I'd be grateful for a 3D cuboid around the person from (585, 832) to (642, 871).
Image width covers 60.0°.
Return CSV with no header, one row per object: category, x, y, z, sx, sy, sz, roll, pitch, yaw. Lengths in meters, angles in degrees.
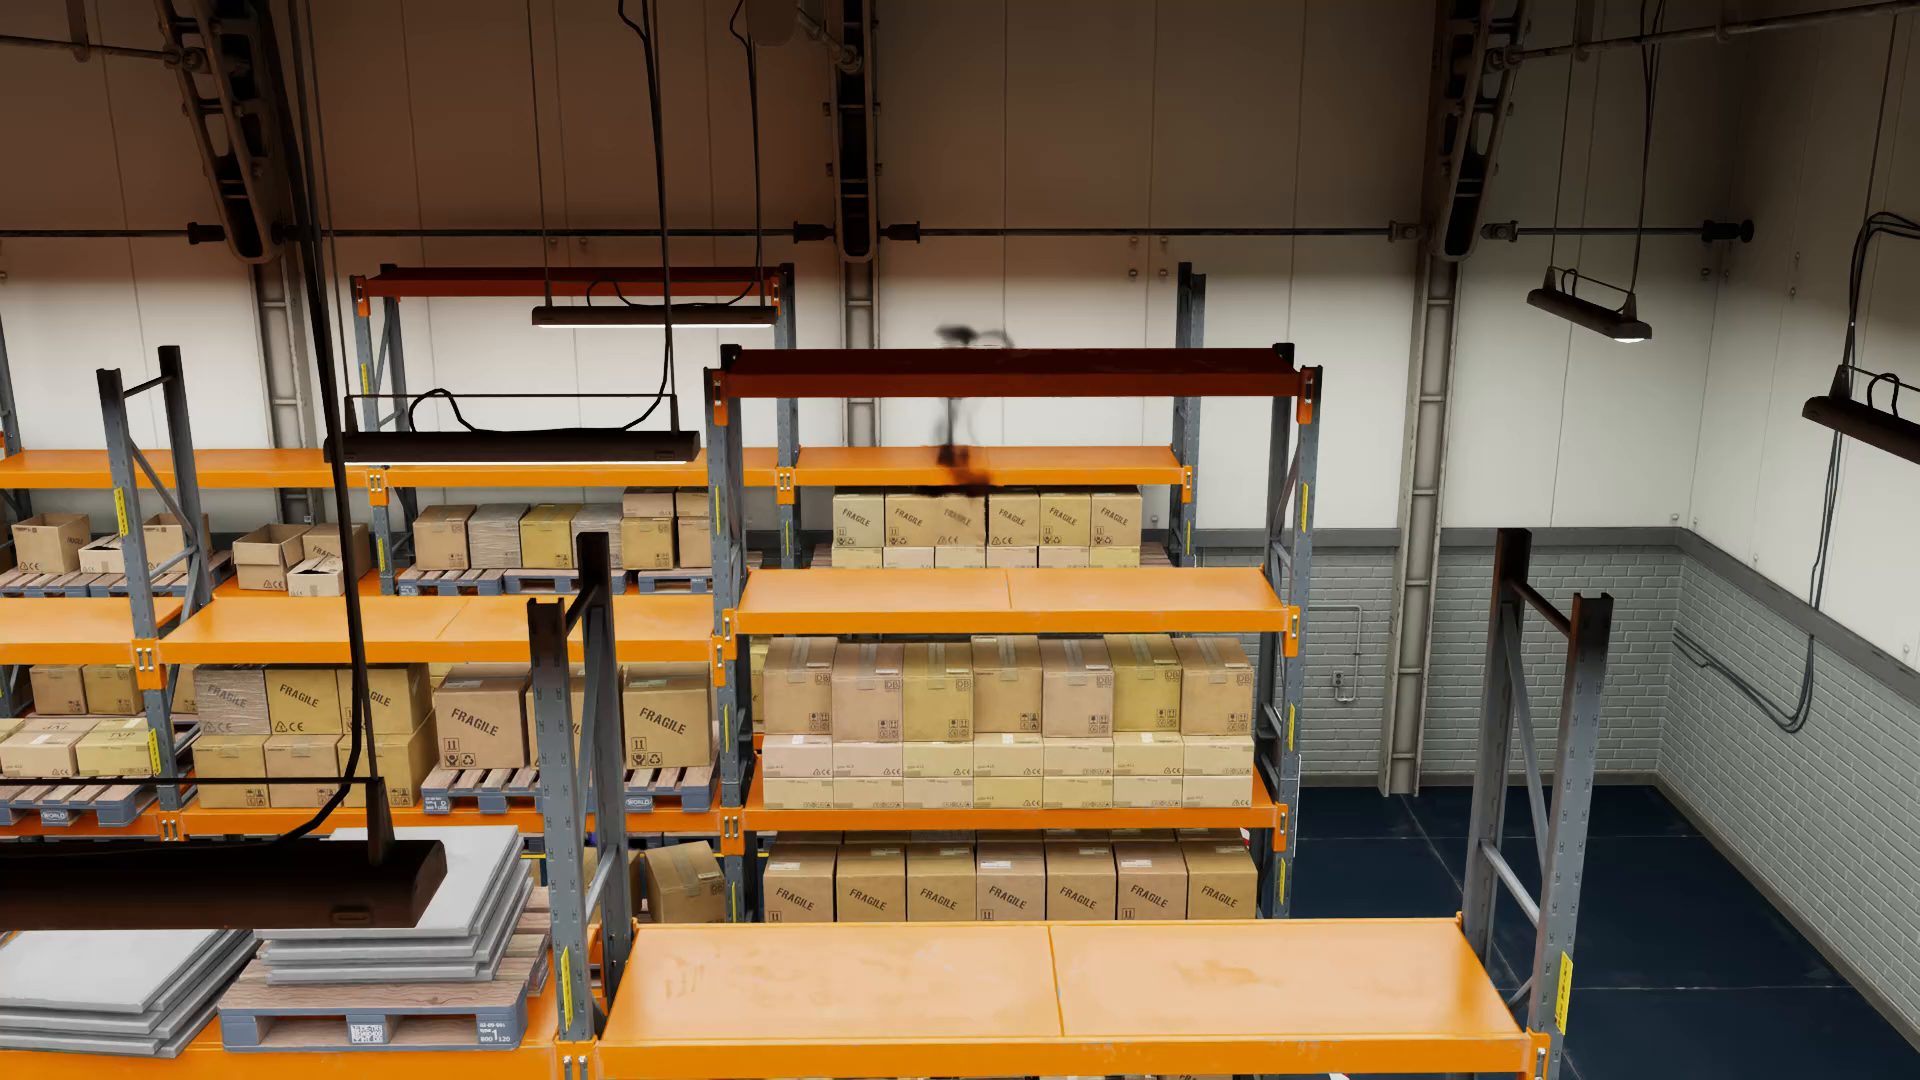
person,-3.236,3.053,15.434,0.840,1.487,0.603,-5,17,-17
